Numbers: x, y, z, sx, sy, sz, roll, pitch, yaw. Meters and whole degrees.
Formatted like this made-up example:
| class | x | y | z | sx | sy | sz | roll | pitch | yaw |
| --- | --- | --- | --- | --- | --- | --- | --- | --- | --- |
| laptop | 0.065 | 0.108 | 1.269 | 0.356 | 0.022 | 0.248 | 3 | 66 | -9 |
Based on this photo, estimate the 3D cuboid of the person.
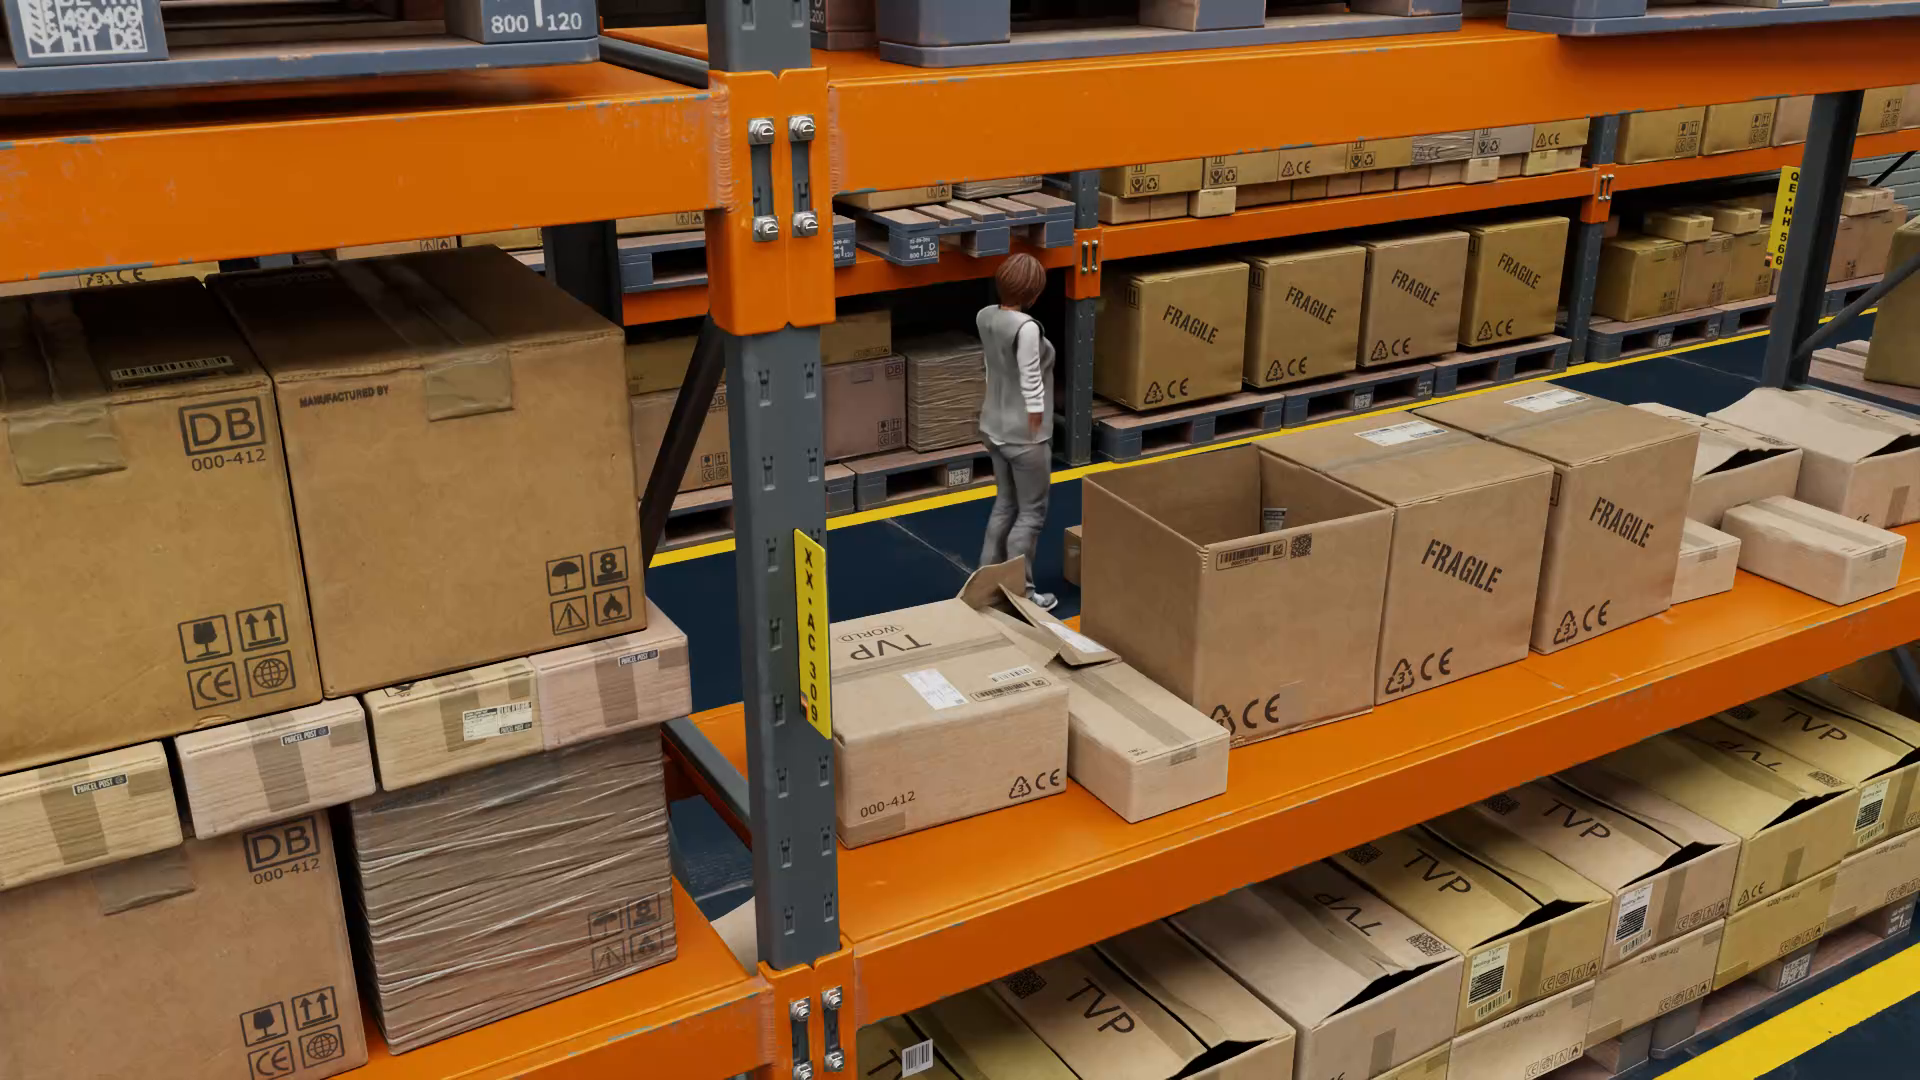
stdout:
| class | x | y | z | sx | sy | sz | roll | pitch | yaw |
| --- | --- | --- | --- | --- | --- | --- | --- | --- | --- |
| person | 0.237 | -0.456 | 7.240 | 0.301 | 1.593 | 0.407 | -12 | 25 | -27 |
